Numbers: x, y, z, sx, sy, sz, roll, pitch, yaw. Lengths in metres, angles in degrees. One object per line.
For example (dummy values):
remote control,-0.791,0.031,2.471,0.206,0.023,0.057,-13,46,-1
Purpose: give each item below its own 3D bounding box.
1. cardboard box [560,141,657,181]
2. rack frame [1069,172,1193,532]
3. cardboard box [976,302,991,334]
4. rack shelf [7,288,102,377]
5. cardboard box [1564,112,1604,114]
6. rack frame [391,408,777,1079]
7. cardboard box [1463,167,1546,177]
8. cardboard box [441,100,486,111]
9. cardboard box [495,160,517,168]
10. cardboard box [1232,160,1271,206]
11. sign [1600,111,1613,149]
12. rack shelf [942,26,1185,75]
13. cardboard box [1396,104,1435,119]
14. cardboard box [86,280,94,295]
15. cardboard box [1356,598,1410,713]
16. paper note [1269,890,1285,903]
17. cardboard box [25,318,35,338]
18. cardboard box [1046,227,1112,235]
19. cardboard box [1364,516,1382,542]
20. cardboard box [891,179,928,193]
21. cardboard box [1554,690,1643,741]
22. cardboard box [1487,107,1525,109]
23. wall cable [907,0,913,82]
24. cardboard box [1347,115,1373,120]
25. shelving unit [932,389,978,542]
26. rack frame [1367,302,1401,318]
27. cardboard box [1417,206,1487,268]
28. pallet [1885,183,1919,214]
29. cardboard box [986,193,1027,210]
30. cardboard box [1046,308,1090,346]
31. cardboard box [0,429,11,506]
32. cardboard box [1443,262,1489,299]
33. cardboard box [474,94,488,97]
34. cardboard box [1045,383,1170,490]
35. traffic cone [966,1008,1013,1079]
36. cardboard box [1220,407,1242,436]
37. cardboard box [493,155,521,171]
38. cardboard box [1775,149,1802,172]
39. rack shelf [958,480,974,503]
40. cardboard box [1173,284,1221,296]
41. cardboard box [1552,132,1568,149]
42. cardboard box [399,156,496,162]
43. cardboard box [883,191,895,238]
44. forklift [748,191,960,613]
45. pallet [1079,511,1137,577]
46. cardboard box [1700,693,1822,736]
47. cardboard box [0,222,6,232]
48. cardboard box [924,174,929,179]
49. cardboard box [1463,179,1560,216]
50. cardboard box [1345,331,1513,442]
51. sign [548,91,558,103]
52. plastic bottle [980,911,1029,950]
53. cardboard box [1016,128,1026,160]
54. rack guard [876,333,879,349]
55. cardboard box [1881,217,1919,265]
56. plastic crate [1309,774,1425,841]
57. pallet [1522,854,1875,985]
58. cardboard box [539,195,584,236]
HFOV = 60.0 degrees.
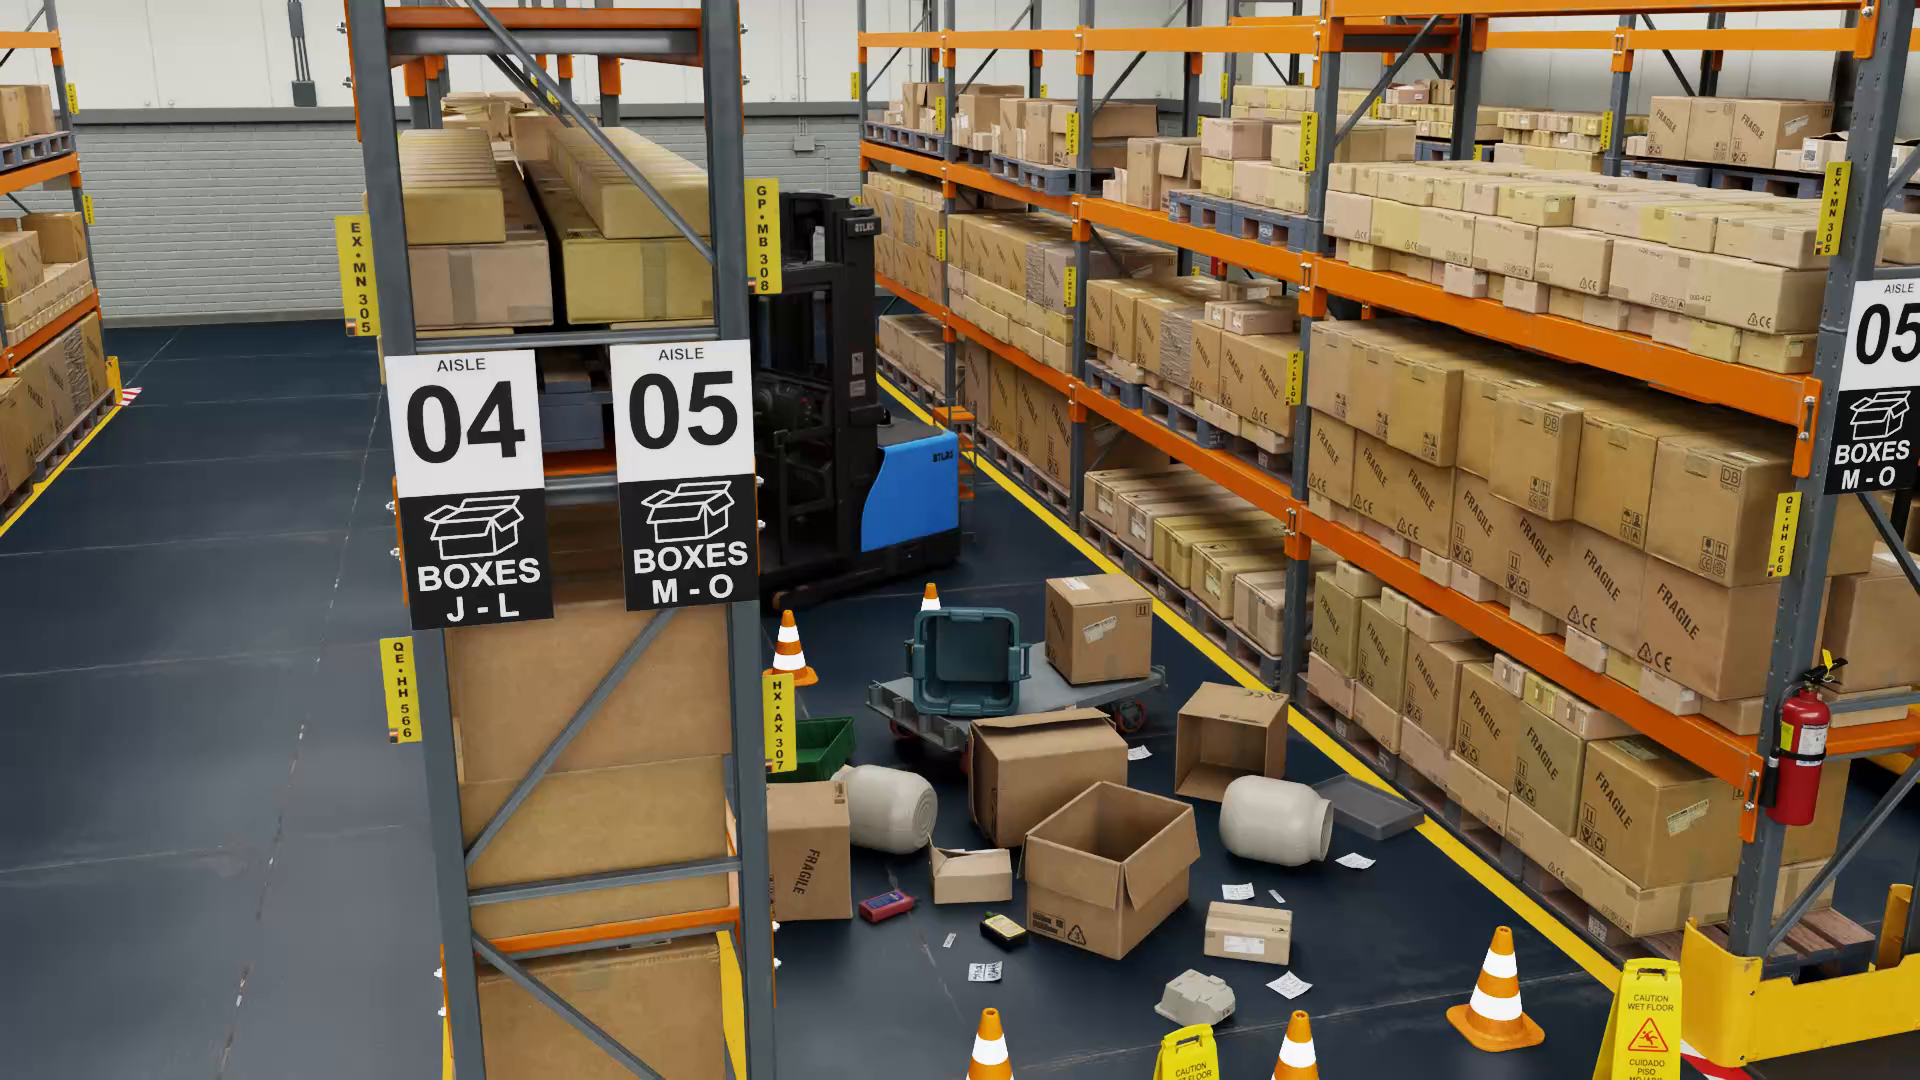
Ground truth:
cardboard box,-1.446,-1.561,6.867,0.380,0.149,0.250,-5,17,-16
rack frame,1.433,-1.565,13.947,1.000,3.000,0.127,-5,17,-15
cardboard box,0.470,-2.171,16.225,0.500,0.250,0.500,-5,17,-16
rack shelf,-9.744,-2.096,16.967,1.077,0.370,4.000,-5,17,-15
cardboard box,6.080,-4.061,16.095,0.380,0.149,0.250,-5,17,-15
rack frame,-1.100,1.068,5.184,1.000,3.000,0.127,-5,17,-15
cardboard box,2.960,-1.941,9.036,0.380,0.149,0.250,-4,17,-14
cardboard box,-4.032,-3.442,13.478,0.396,0.266,0.258,-5,17,-15
cardboard box,-2.334,-1.638,7.816,0.500,0.250,0.500,-5,17,-15
cardboard box,2.099,-2.315,10.760,0.500,0.250,0.500,-4,17,-15
sign,5.683,-3.600,14.610,0.100,0.325,0.005,-5,17,-15
rack shelf,0.884,-4.455,15.086,1.077,0.370,4.000,-5,17,-15
cardboard box,4.908,-4.587,17.810,0.380,0.149,0.250,-4,17,-14
cardboard box,-9.879,-2.801,18.500,0.380,0.149,0.250,-4,17,-14
cardboard box,2.594,0.630,9.386,0.500,0.500,0.500,-4,17,-13
paper note,1.549,1.743,8.133,0.032,0.001,0.123,-5,17,-15
cardboard box,-9.101,-2.021,15.902,0.380,0.149,0.250,-4,17,-13
cardboard box,1.125,-2.668,15.707,0.500,0.500,0.500,-4,17,-14
cardboard box,2.532,-0.088,9.469,0.380,0.149,0.250,-5,17,-16
cardboard box,-0.591,-4.135,19.464,0.380,0.149,0.250,-5,17,-15
cardboard box,2.996,0.797,7.703,0.380,0.149,0.250,-4,17,-14
cardboard box,5.606,-4.337,16.978,0.380,0.149,0.250,-5,17,-15
wall cable,-1.875,-8.260,25.810,2.355,3.000,0.029,-5,17,-15
cardboard box,4.732,-4.685,18.866,0.500,0.250,0.500,-5,17,-15
shelving unit,-0.045,-0.620,13.932,0.258,1.200,0.503,-5,17,-15
rack frame,5.106,-3.064,18.940,1.000,3.000,0.127,-5,17,-15
cardboard box,2.666,-1.541,8.396,0.500,0.250,0.500,-5,17,-15
pallet,7.049,-2.440,11.978,0.805,0.209,1.217,-5,18,-17
cardboard box,0.497,-3.616,17.737,0.380,0.149,0.250,-5,17,-16
cardboard box,1.056,-1.846,14.275,0.500,0.250,0.500,-5,17,-15
cardboard box,-8.753,-0.649,13.860,1.225,0.875,0.875,-5,18,-17
cardboard box,2.652,-1.305,8.306,0.380,0.149,0.250,-5,17,-16
cardboard box,-5.331,-4.763,18.078,0.380,0.149,0.250,-4,17,-14
cardboard box,1.323,-0.946,14.850,0.875,0.875,0.875,-5,17,-16
traffic cone,0.120,2.023,6.412,0.336,0.463,0.334,-5,17,-15
cardboard box,1.965,-0.802,11.116,0.380,0.149,0.250,-5,17,-16
cardboard box,-2.892,-2.149,9.930,0.500,0.311,0.500,-5,18,-17
cardboard box,6.498,-2.910,12.746,0.380,0.149,0.250,-5,17,-16
rack shelf,-0.045,-0.366,14.008,0.258,0.148,0.480,-5,17,-15
cardboard box,1.978,-1.710,13.010,0.500,0.500,0.500,-5,17,-16
cardboard box,5.776,-3.741,15.545,0.380,0.149,0.250,-4,17,-14
cardboard box,-1.868,-1.298,5.991,0.380,0.149,0.250,-5,17,-16
cardboard box,-0.609,-3.865,19.692,0.500,0.500,0.500,-5,17,-16
forklift,-1.419,-1.032,12.294,3.031,2.935,1.130,-15,22,-41
pallet,1.647,-0.013,13.628,1.003,0.211,1.213,-5,17,-15
cardboard box,3.324,0.682,6.904,0.380,0.149,0.250,-4,17,-13
cardboard box,-10.136,-2.988,17.127,0.500,0.500,0.500,-5,17,-17
cardboard box,-0.229,-4.398,20.341,0.380,0.149,0.250,-5,17,-16
cardboard box,2.716,-1.687,8.192,0.380,0.149,0.250,-5,17,-16
cardboard box,2.564,-0.845,9.124,0.700,0.500,0.500,-5,17,-15
sign,-3.865,-4.169,15.821,0.100,0.325,0.005,-5,17,-15
plastic bottle,0.186,1.820,7.786,0.133,0.061,0.283,-12,20,-34
cardboard box,0.718,-3.491,14.650,0.396,0.266,0.258,-5,17,-17
rack guard,-0.772,-2.587,21.695,1.175,0.500,0.348,-5,17,-15
cardboard box,3.730,-1.164,6.451,0.380,0.149,0.250,-5,17,-16
plastic crate,2.176,1.439,9.022,0.402,0.080,0.583,-12,20,-34
pallet,3.422,1.735,7.808,1.003,0.211,1.213,-5,17,-15
cardboard box,-1.266,-1.122,6.100,0.500,0.250,0.500,-5,17,-16
